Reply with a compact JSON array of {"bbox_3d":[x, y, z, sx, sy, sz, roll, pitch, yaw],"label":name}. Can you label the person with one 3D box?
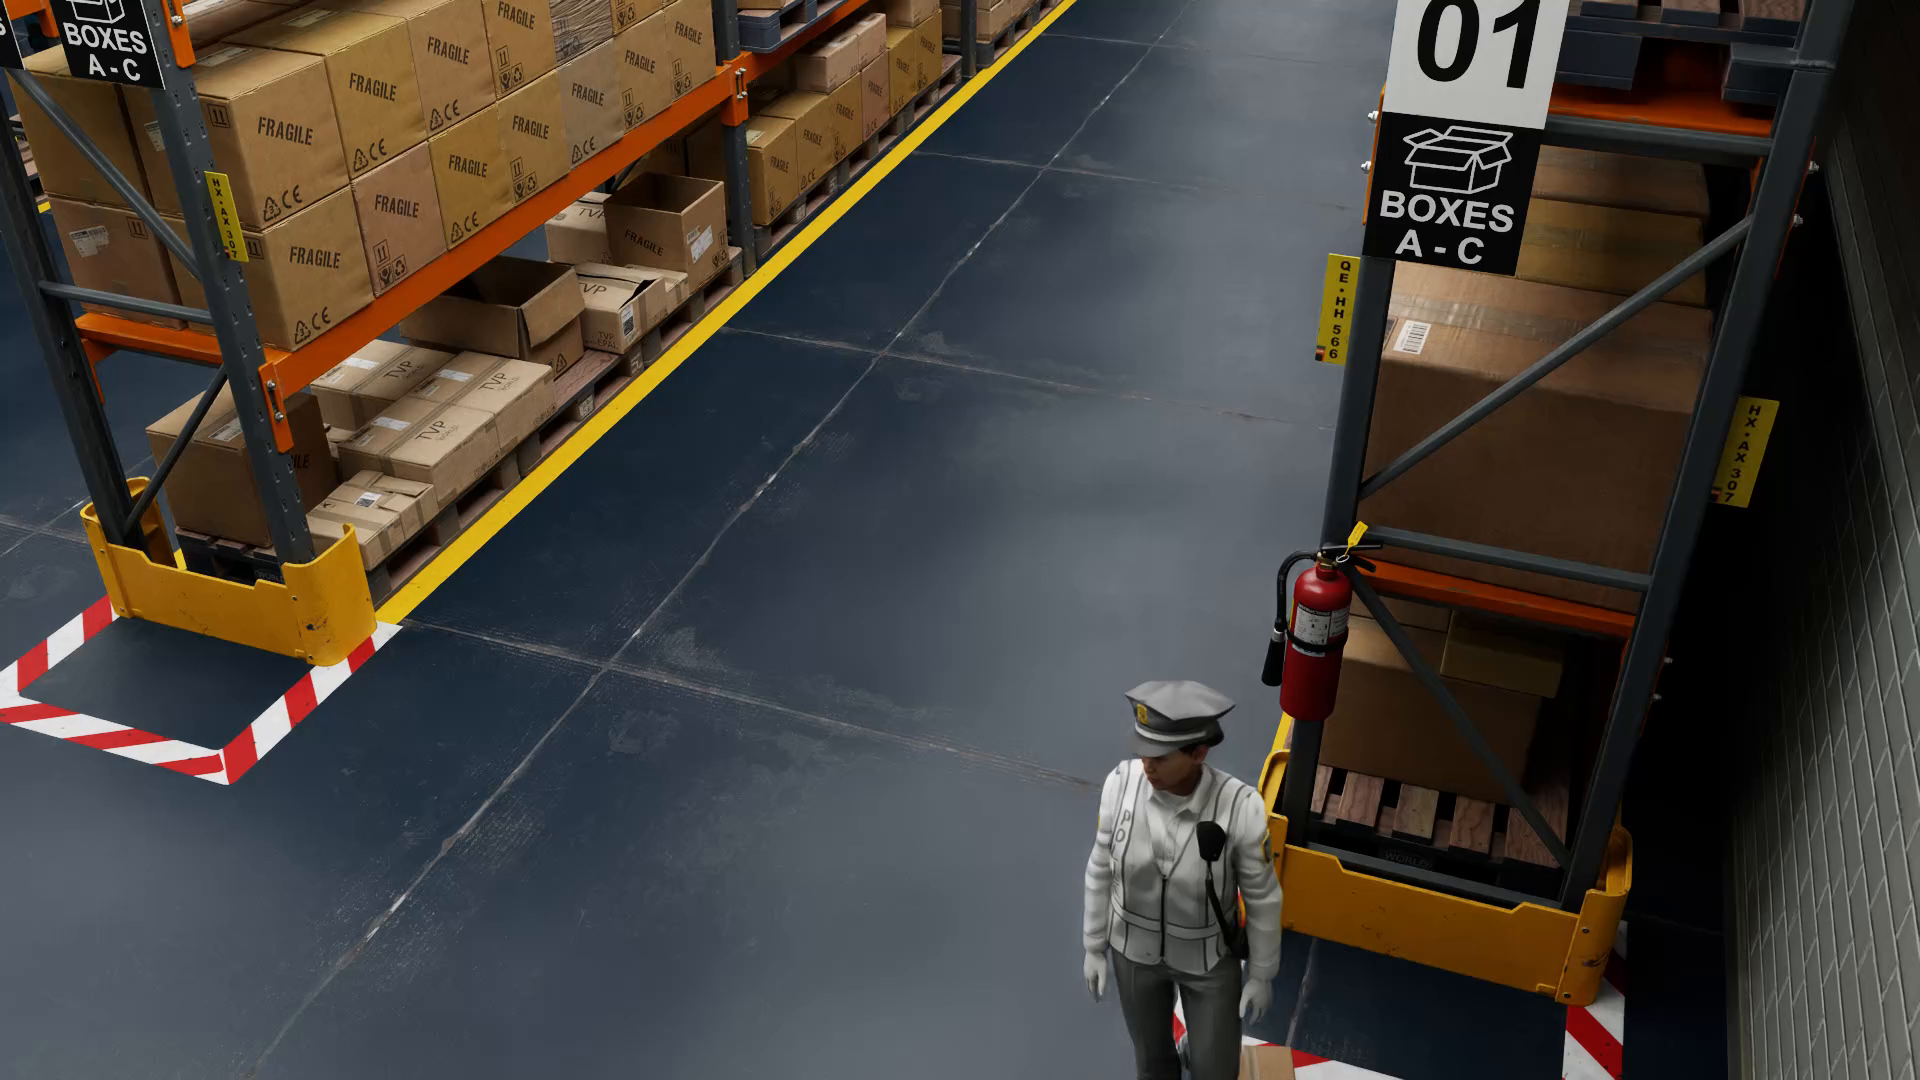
[{"bbox_3d":[0.596,1.095,4.485,0.541,1.695,0.448,11,35,16],"label":"person"}]
